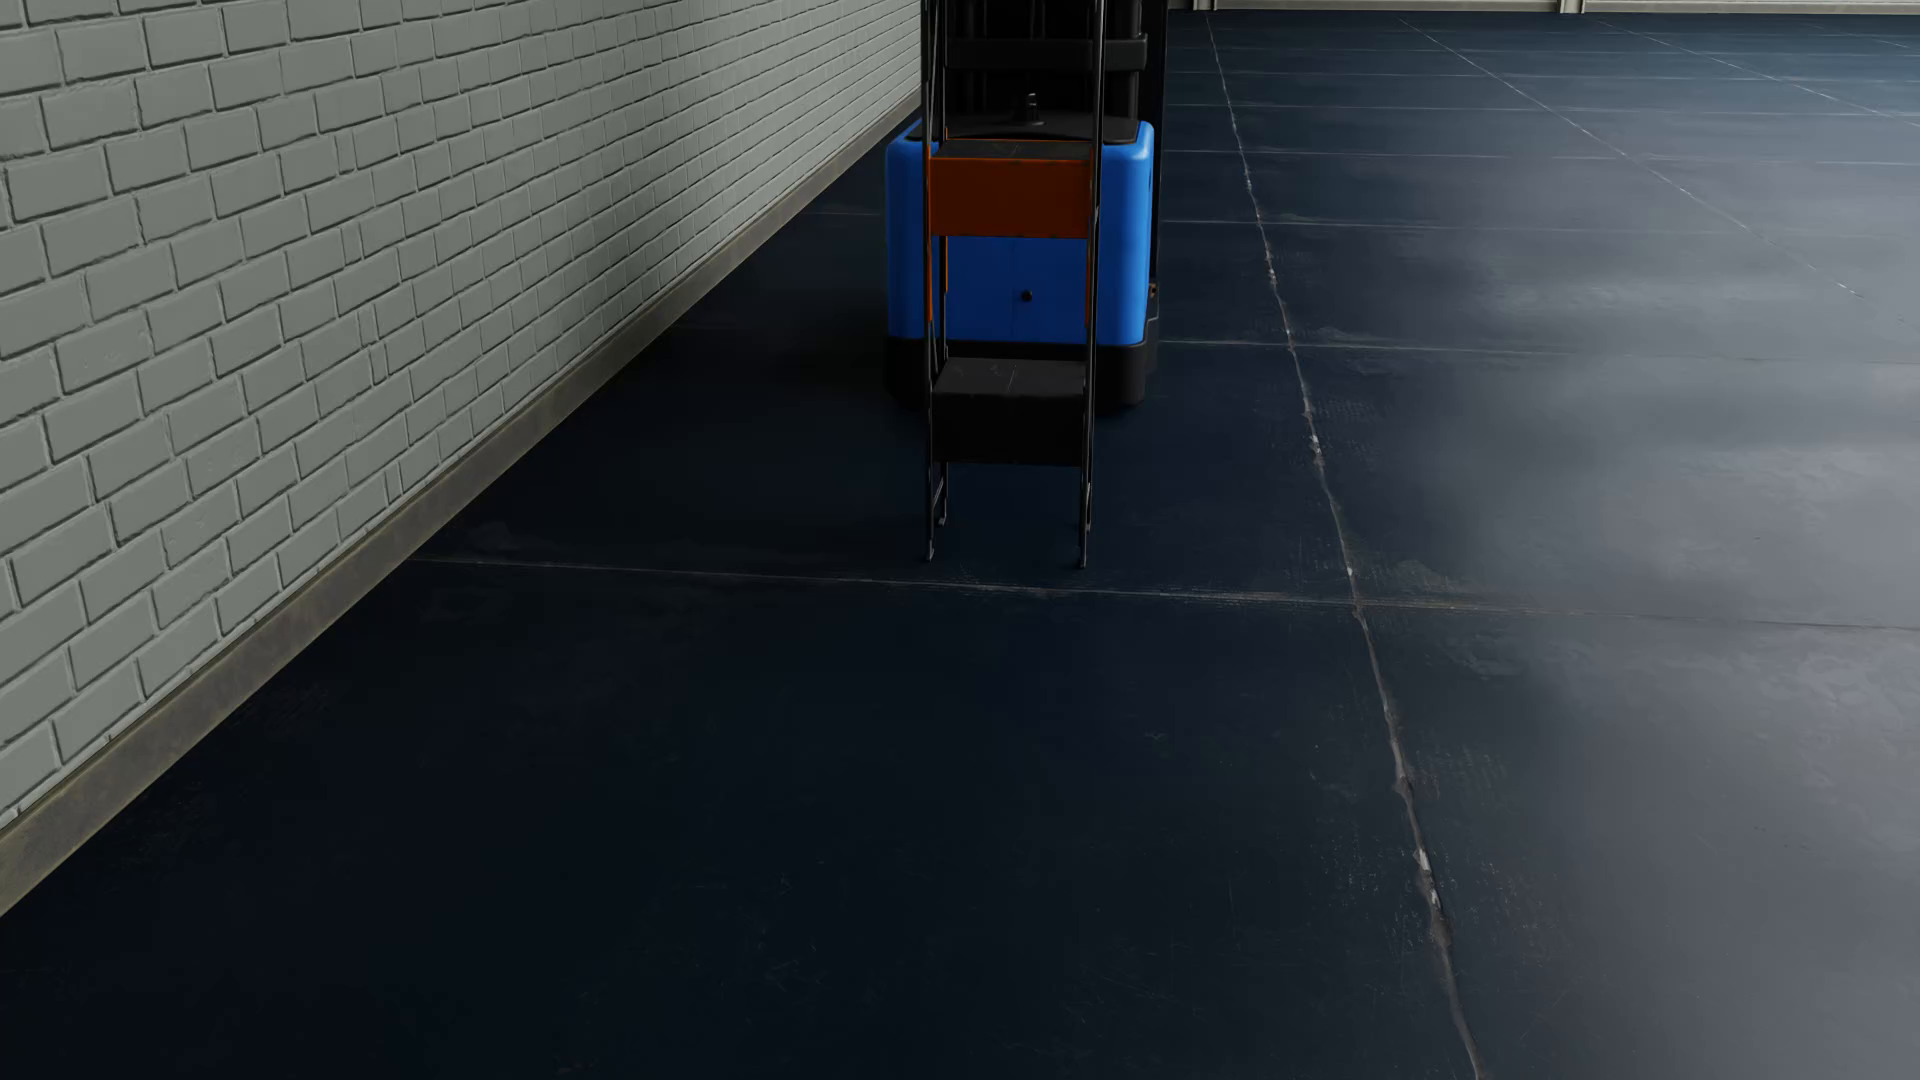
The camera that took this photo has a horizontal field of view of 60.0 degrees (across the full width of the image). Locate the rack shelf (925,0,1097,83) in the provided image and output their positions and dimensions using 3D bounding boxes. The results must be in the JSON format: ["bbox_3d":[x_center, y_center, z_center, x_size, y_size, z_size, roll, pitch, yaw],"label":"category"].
[{"bbox_3d":[0.164,-1.608,4.783,0.480,0.518,0.431,2,22,6],"label":"rack shelf"}]

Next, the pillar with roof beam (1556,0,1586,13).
[{"bbox_3d":[9.605,-11.359,21.932,0.400,9.000,9.100,2,22,6],"label":"pillar with roof beam"}]

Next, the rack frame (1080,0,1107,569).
[{"bbox_3d":[0.407,-0.959,5.009,0.015,2.100,0.400,2,22,6],"label":"rack frame"}]

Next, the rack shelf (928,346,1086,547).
[{"bbox_3d":[0.164,-0.306,5.298,0.480,0.518,0.431,2,22,6],"label":"rack shelf"}]

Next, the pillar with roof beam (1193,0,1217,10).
[{"bbox_3d":[3.647,-11.619,22.589,0.400,9.000,9.100,2,22,6],"label":"pillar with roof beam"}]

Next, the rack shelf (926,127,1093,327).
[{"bbox_3d":[0.164,-0.957,5.041,0.480,0.518,0.431,2,22,6],"label":"rack shelf"}]

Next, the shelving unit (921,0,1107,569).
[{"bbox_3d":[0.164,-0.969,5.036,0.503,2.100,0.431,2,22,6],"label":"shelving unit"}]

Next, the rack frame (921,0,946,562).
[{"bbox_3d":[-0.078,-0.980,5.062,0.015,2.100,0.400,2,22,6],"label":"rack frame"}]

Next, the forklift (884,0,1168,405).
[{"bbox_3d":[0.399,-2.403,7.531,1.130,2.935,3.031,3,22,7],"label":"forklift"}]
